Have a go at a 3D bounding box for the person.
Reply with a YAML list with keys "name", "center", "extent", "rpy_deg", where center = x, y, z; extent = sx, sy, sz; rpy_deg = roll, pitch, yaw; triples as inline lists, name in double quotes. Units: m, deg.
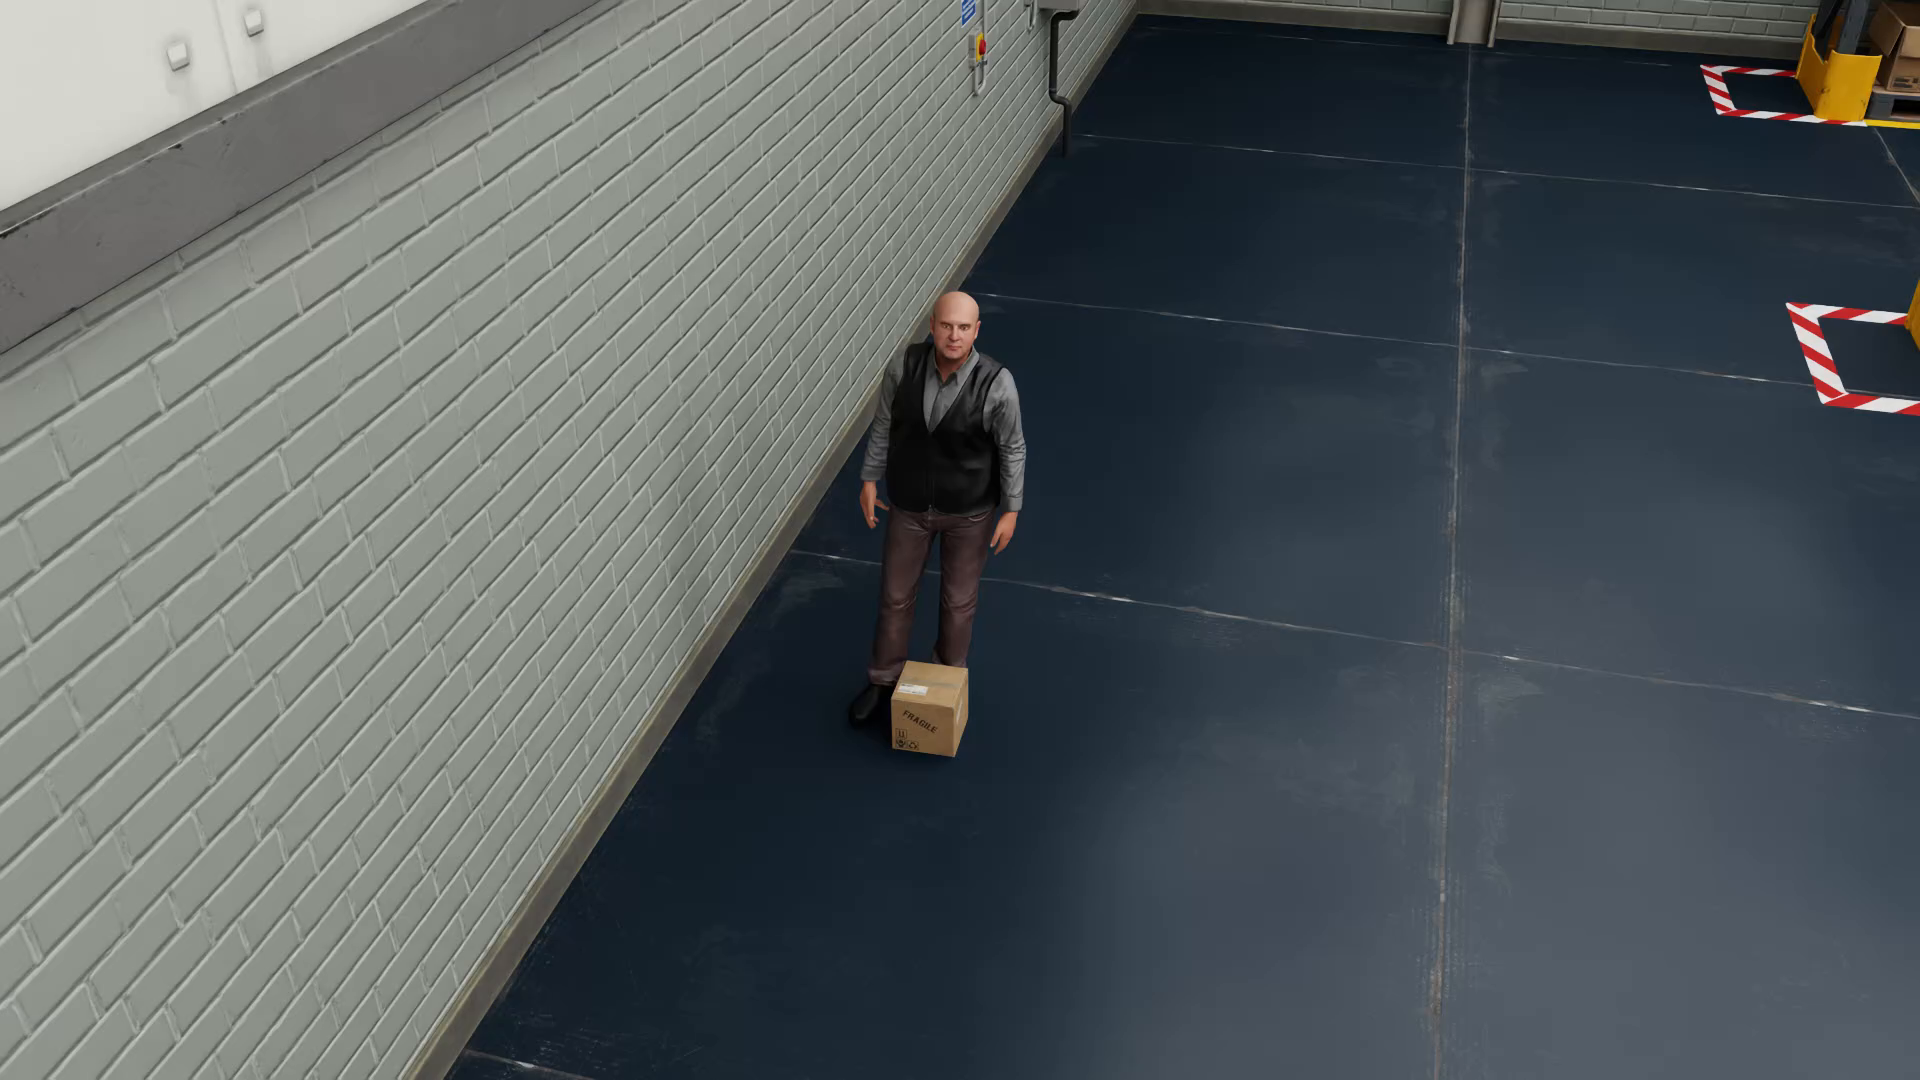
- name: "person"
  center: [-0.090, -0.087, 6.281]
  extent: [0.633, 1.722, 0.551]
  rpy_deg: [8, 33, 12]
